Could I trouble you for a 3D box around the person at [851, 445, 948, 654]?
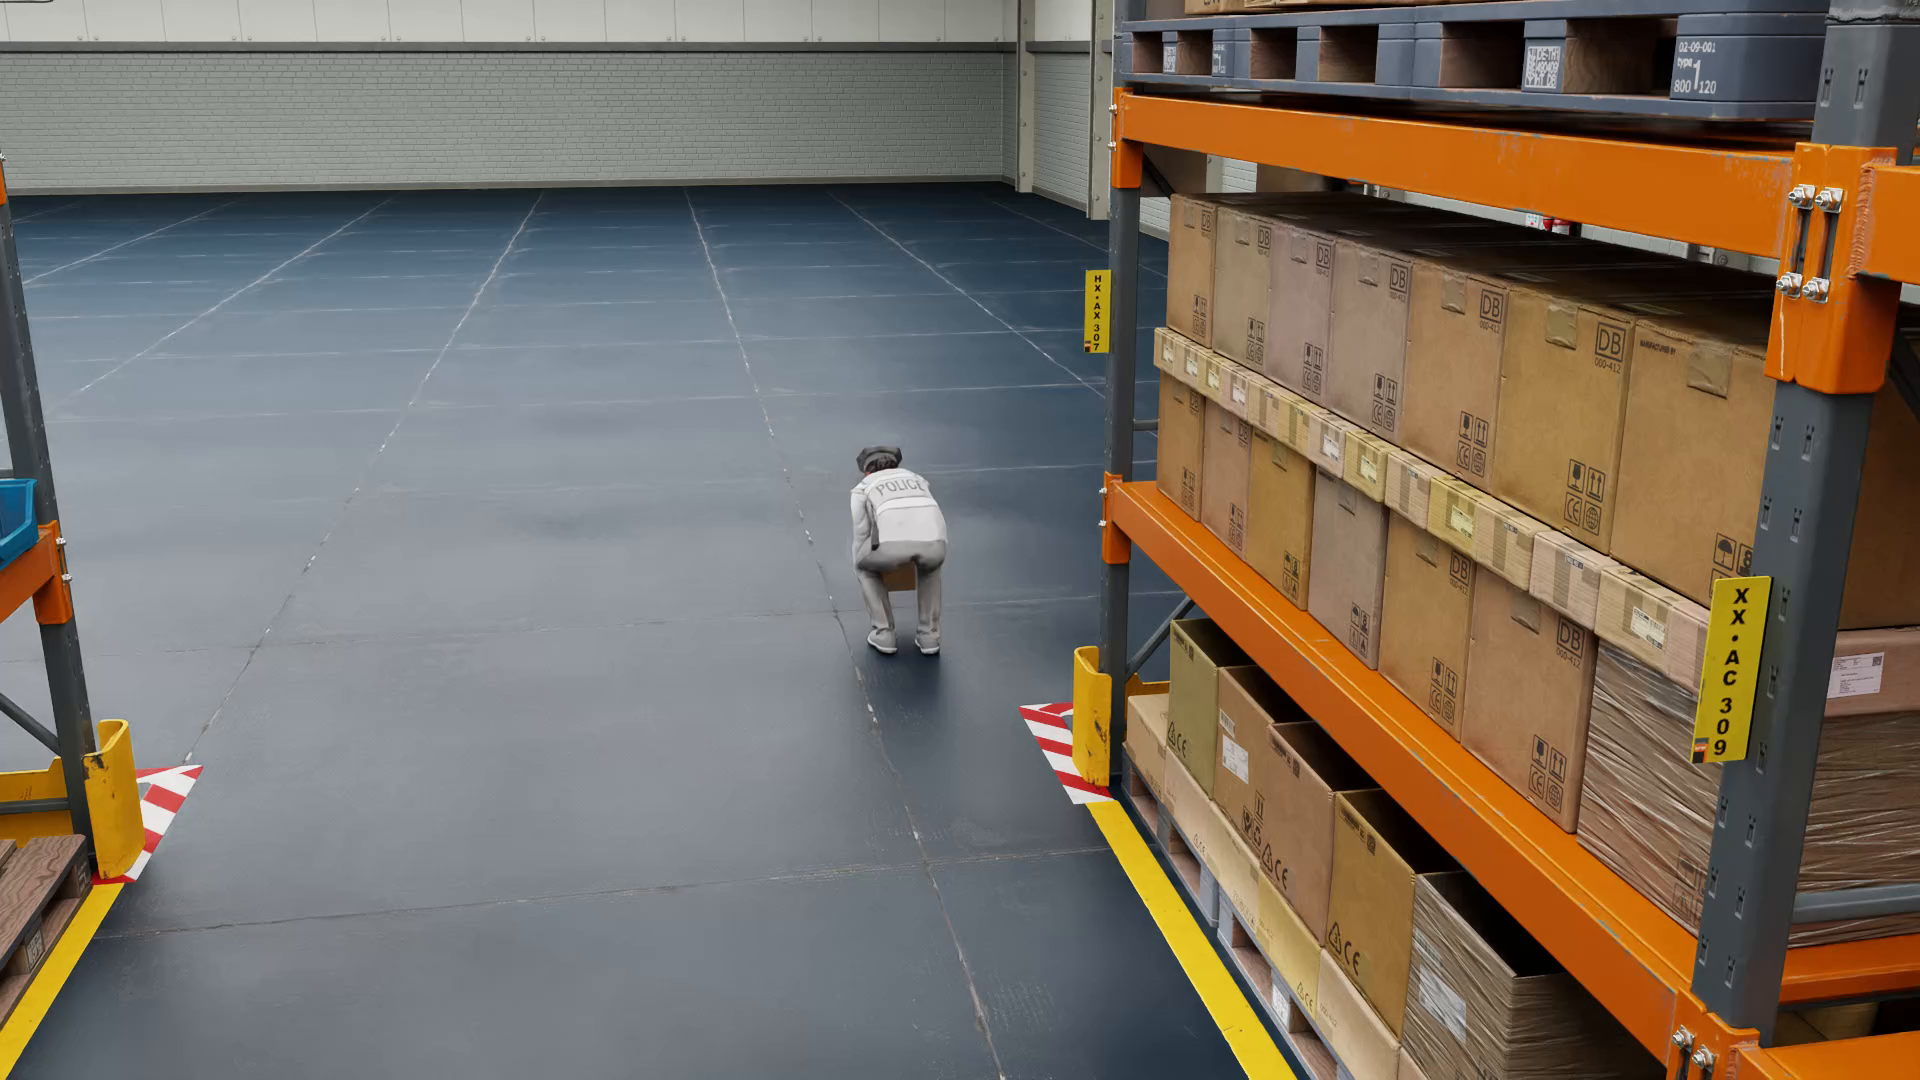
[{"bbox_3d":[-0.319,0.050,8.576,0.455,0.983,0.906,-4,17,-13],"label":"person"}]
